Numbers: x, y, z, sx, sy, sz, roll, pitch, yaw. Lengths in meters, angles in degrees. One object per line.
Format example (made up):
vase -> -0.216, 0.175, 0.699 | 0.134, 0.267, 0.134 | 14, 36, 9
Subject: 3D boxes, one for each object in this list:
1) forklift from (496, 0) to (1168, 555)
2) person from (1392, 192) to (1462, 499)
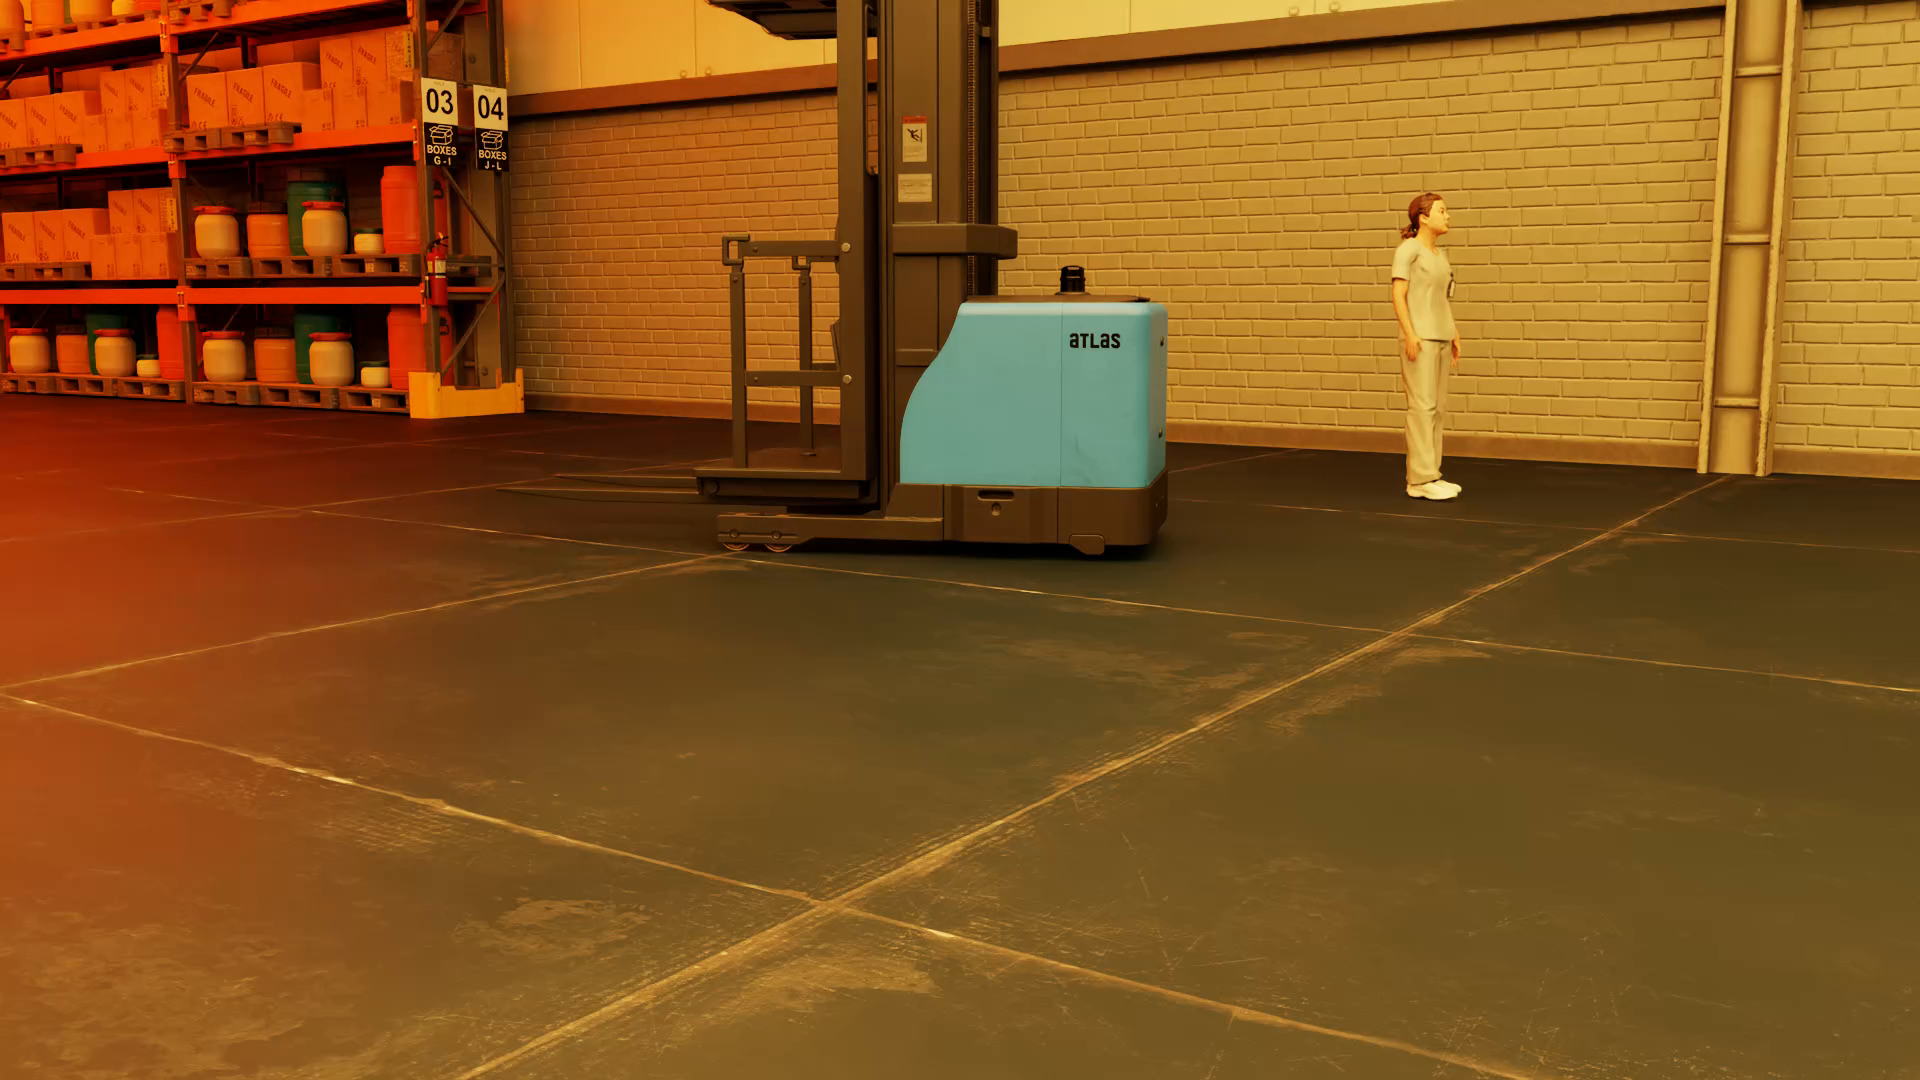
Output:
forklift -> -0.596, -1.469, 7.520 | 3.031, 2.935, 1.130 | 2, 8, 12
person -> 2.651, -1.082, 9.244 | 0.547, 1.664, 0.550 | -8, 11, -44
